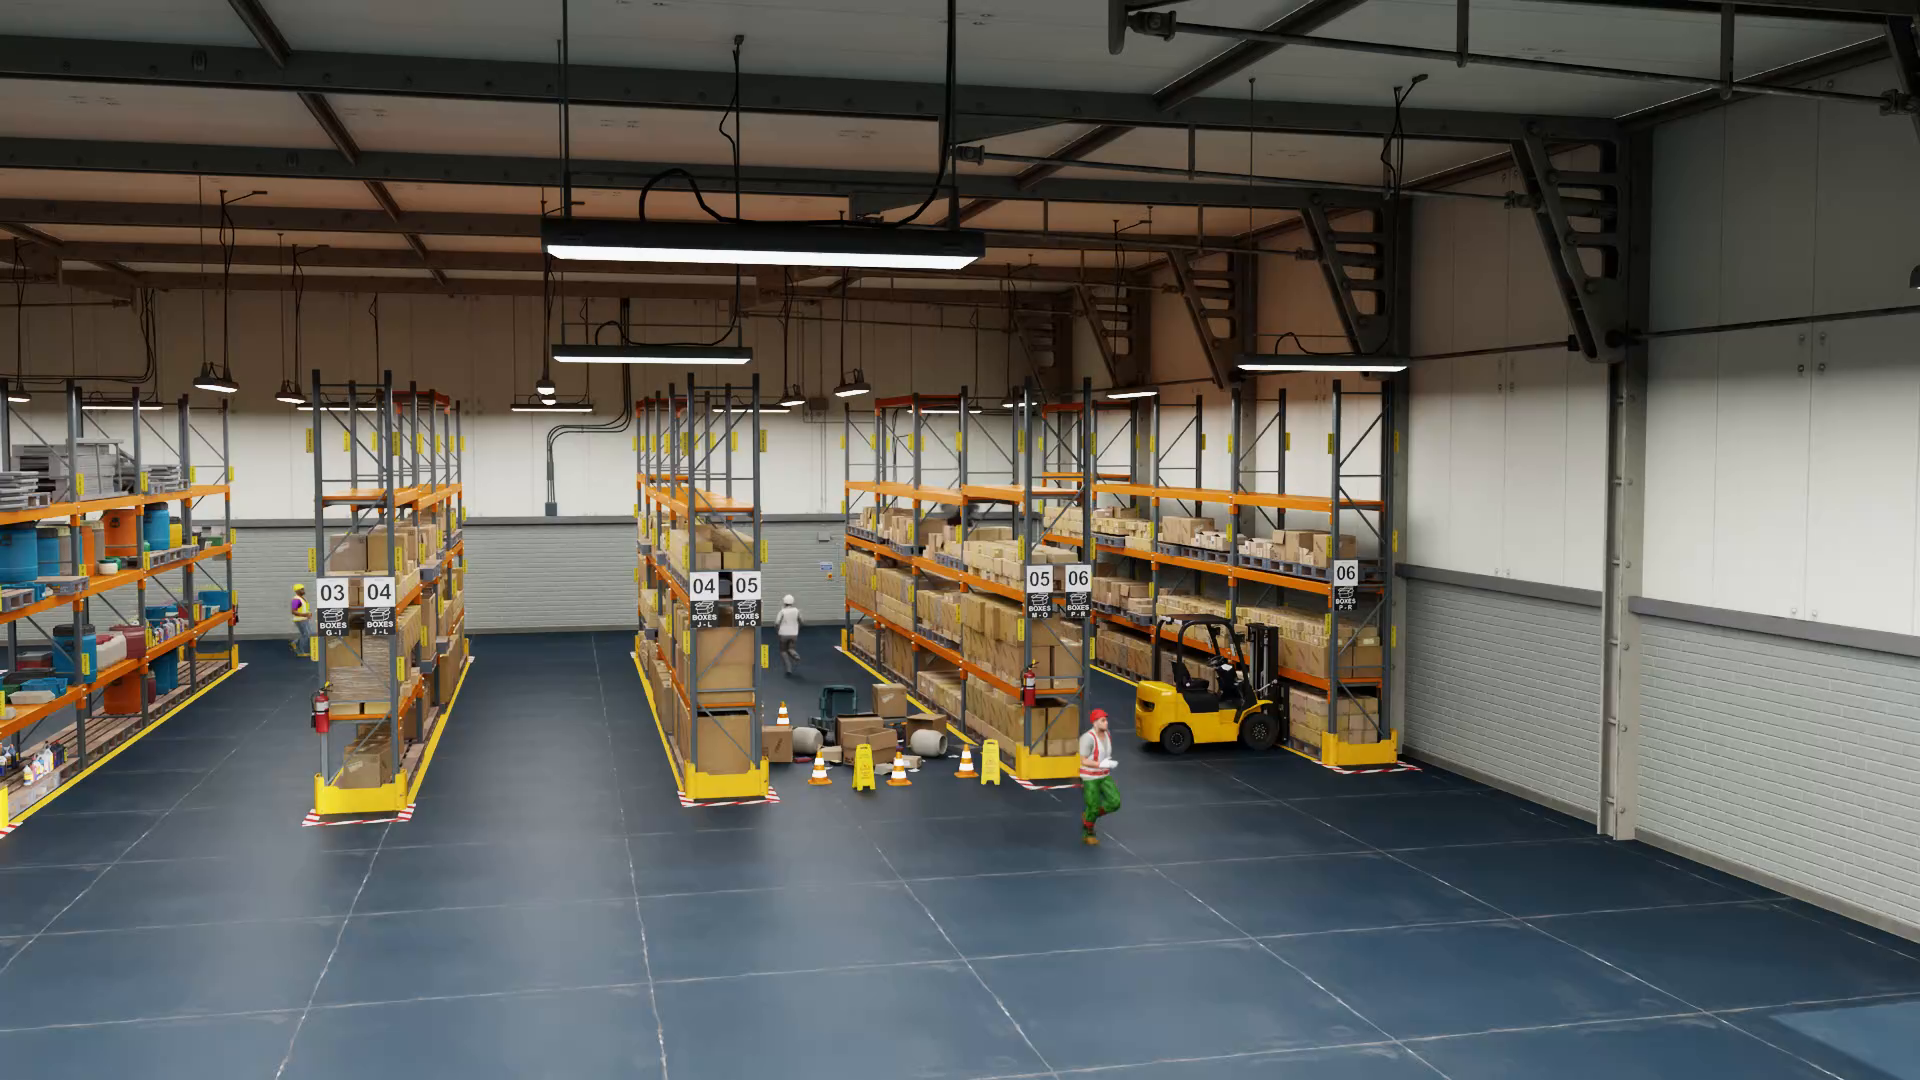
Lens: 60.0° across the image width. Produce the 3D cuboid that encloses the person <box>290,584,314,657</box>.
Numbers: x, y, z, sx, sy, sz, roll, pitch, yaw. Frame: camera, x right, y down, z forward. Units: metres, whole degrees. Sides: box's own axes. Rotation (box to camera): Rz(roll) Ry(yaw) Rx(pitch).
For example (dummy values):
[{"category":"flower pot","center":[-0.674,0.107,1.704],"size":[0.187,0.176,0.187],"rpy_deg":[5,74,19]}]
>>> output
[{"category":"person","center":[-15.469,1.885,39.073],"size":[0.600,1.719,0.695],"rpy_deg":[0,3,-5]}]

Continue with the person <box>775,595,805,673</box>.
[{"category":"person","center":[-3.726,2.061,36.276],"size":[0.671,1.741,0.580],"rpy_deg":[-2,4,-28]}]

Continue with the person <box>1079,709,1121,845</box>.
[{"category":"person","center":[1.747,2.940,20.579],"size":[0.707,1.728,0.657],"rpy_deg":[-3,5,-45]}]
